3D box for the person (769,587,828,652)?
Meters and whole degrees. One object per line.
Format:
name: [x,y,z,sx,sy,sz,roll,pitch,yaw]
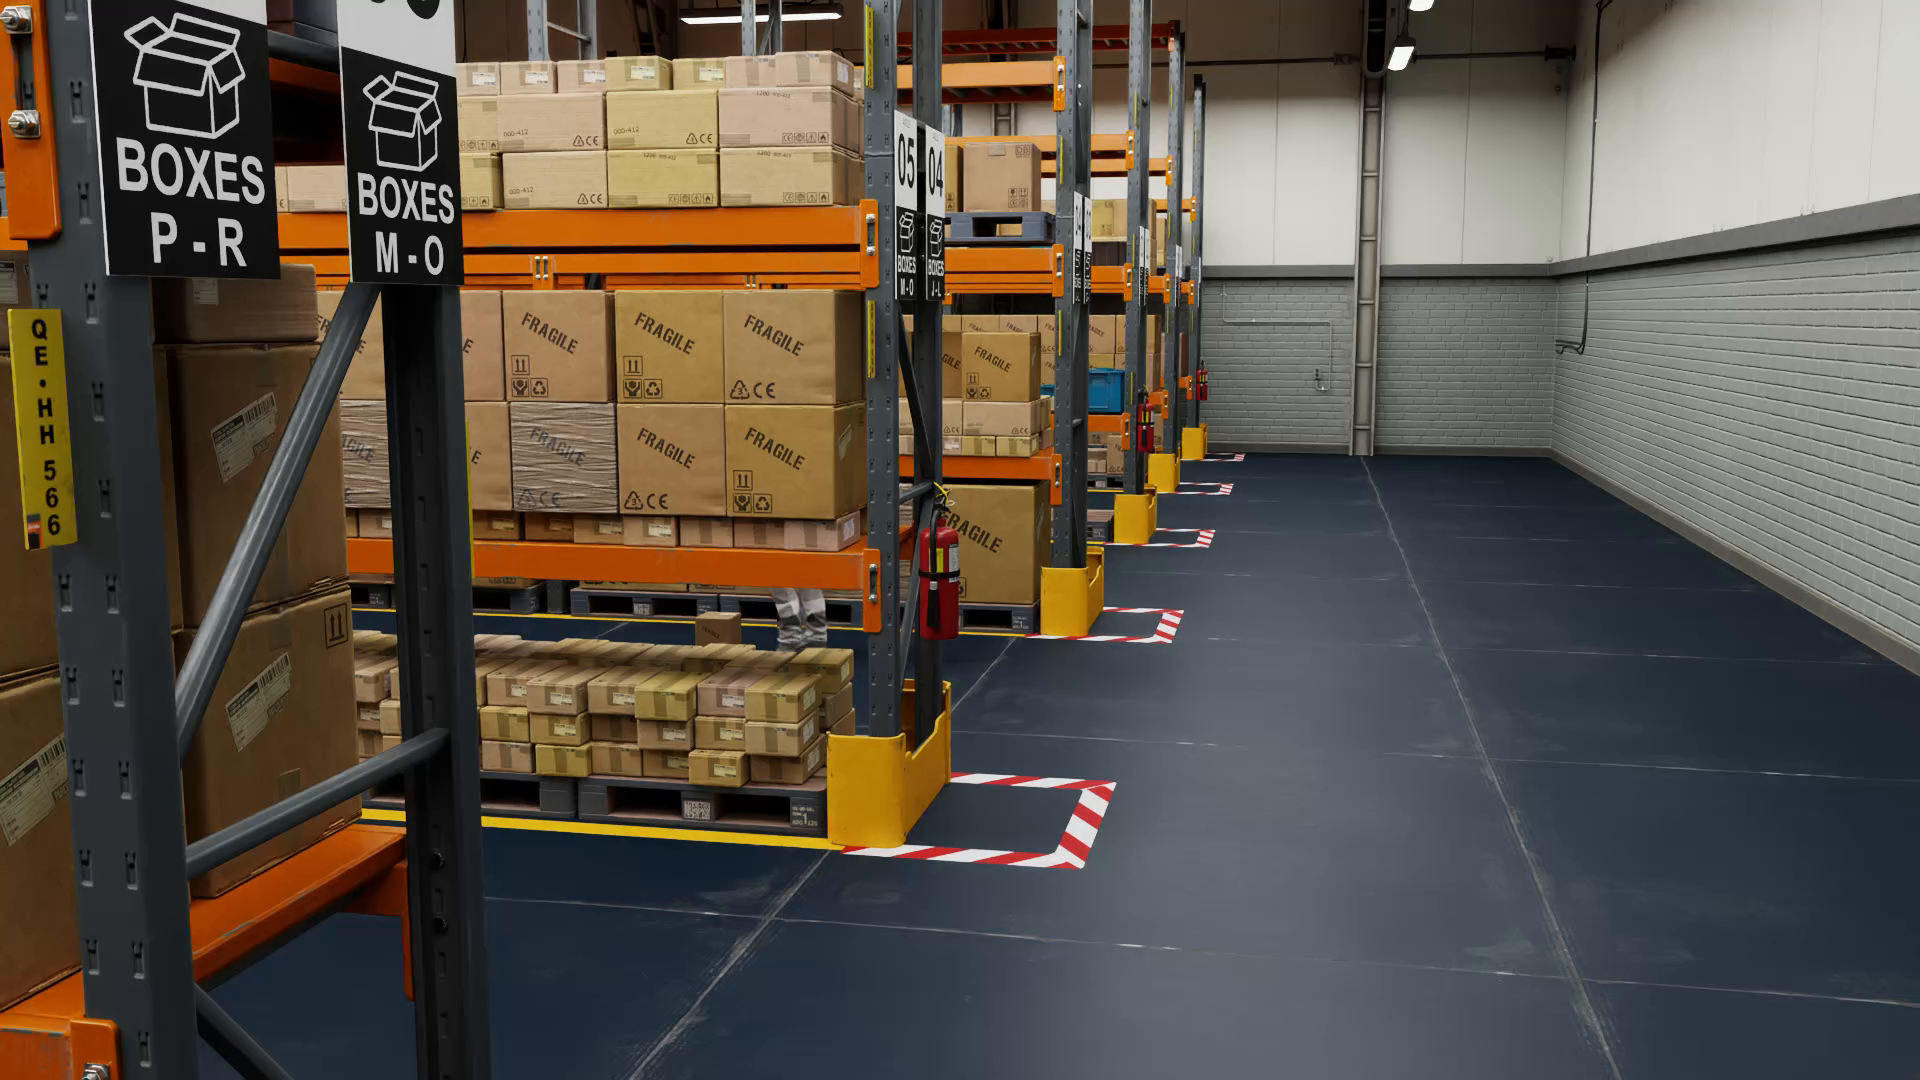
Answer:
person: [-1.100,-0.078,11.324,0.420,1.835,0.593,1,8,5]
